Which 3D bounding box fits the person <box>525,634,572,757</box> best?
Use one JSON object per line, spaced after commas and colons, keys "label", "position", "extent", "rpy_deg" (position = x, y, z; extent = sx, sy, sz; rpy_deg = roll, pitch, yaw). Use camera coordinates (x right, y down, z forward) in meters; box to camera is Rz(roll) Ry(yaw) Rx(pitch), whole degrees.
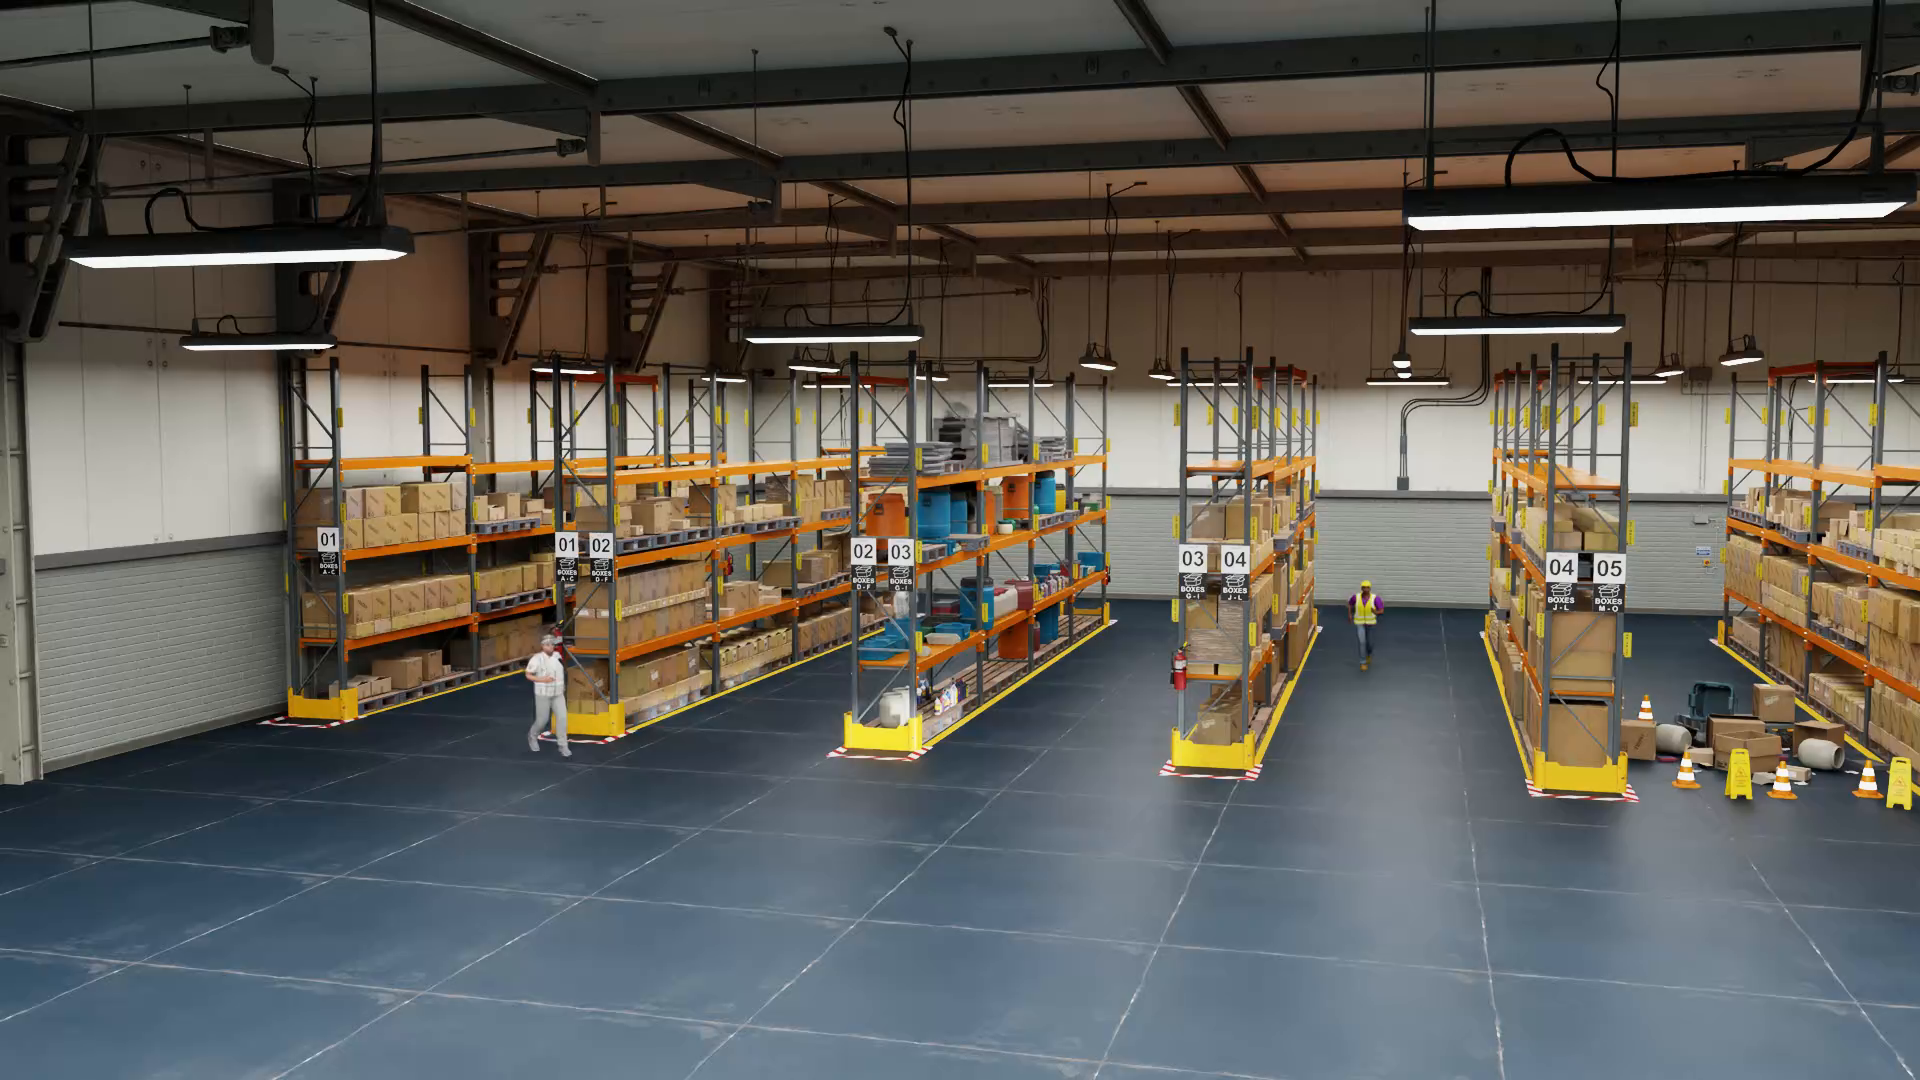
{"label": "person", "position": [-6.116, 2.288, 24.712], "extent": [0.907, 1.802, 0.689], "rpy_deg": [4, 5, 40]}

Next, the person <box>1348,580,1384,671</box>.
{"label": "person", "position": [8.054, 1.668, 33.012], "extent": [0.701, 1.750, 0.981], "rpy_deg": [1, 4, 13]}

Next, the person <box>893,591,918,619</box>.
{"label": "person", "position": [-1.178, 1.578, 35.539], "extent": [0.589, 1.694, 1.020], "rpy_deg": [1, 4, 11]}
